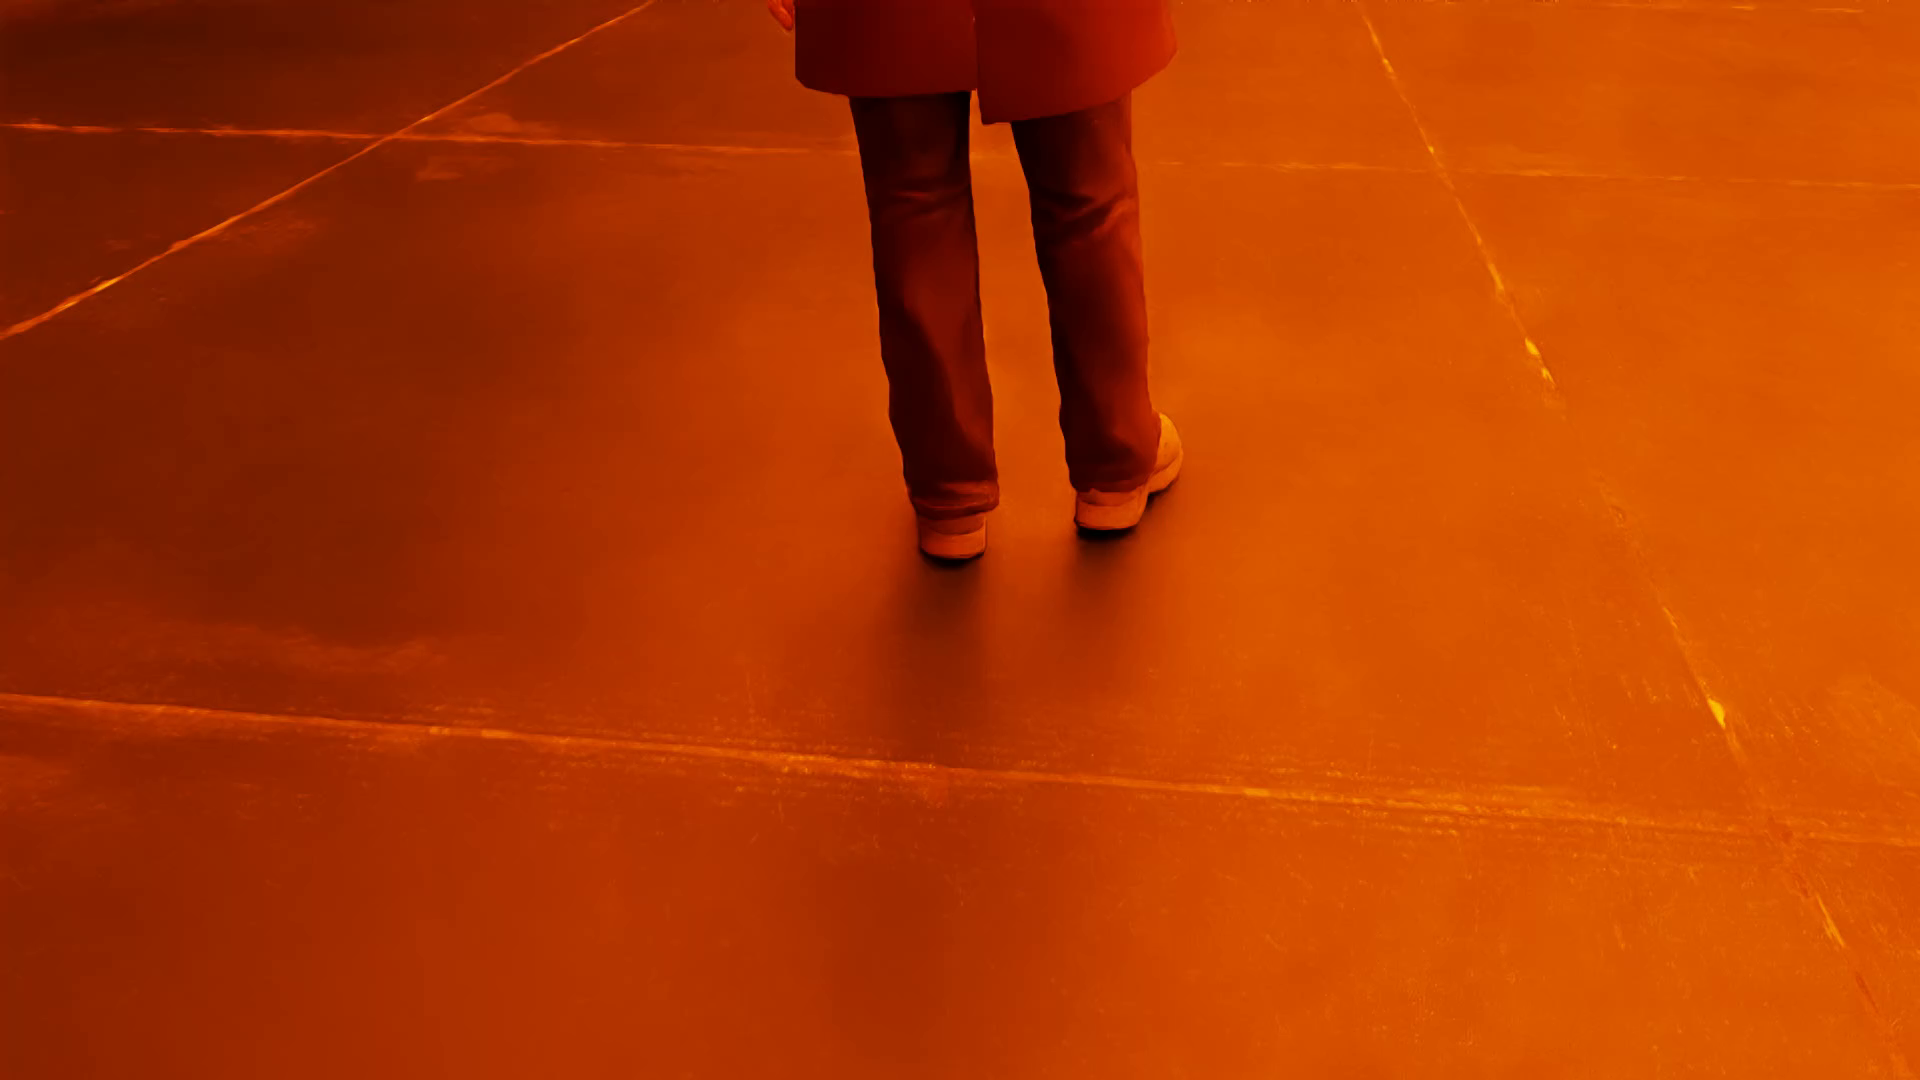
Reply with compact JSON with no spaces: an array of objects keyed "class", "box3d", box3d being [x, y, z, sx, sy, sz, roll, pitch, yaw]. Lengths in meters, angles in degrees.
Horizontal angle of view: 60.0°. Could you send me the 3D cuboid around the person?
[{"class":"person","box3d":[0.017,-0.755,2.224,0.694,1.582,0.580,3,27,7]}]
